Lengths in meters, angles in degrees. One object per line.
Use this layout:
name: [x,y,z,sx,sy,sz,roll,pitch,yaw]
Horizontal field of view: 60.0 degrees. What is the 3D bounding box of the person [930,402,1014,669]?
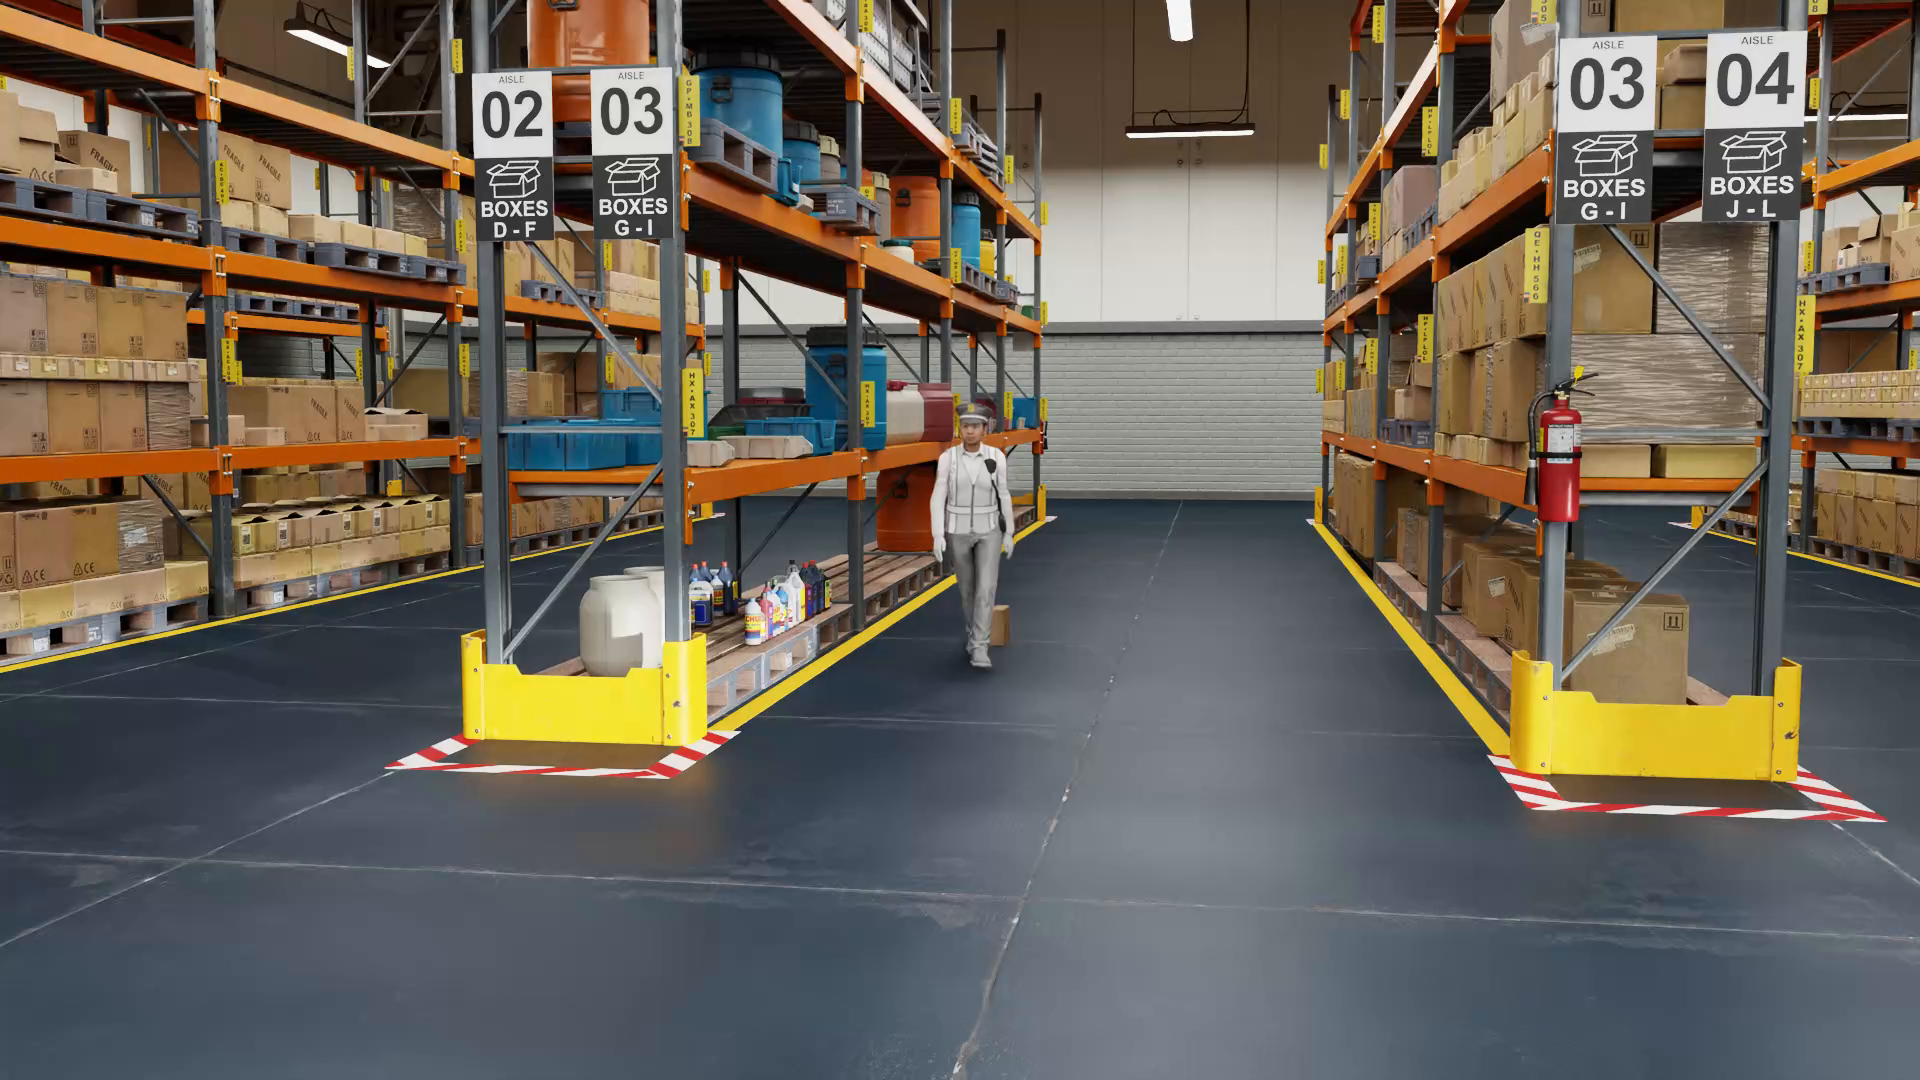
person: [0.069,-0.052,10.376,0.515,1.610,1.009,1,5,7]
